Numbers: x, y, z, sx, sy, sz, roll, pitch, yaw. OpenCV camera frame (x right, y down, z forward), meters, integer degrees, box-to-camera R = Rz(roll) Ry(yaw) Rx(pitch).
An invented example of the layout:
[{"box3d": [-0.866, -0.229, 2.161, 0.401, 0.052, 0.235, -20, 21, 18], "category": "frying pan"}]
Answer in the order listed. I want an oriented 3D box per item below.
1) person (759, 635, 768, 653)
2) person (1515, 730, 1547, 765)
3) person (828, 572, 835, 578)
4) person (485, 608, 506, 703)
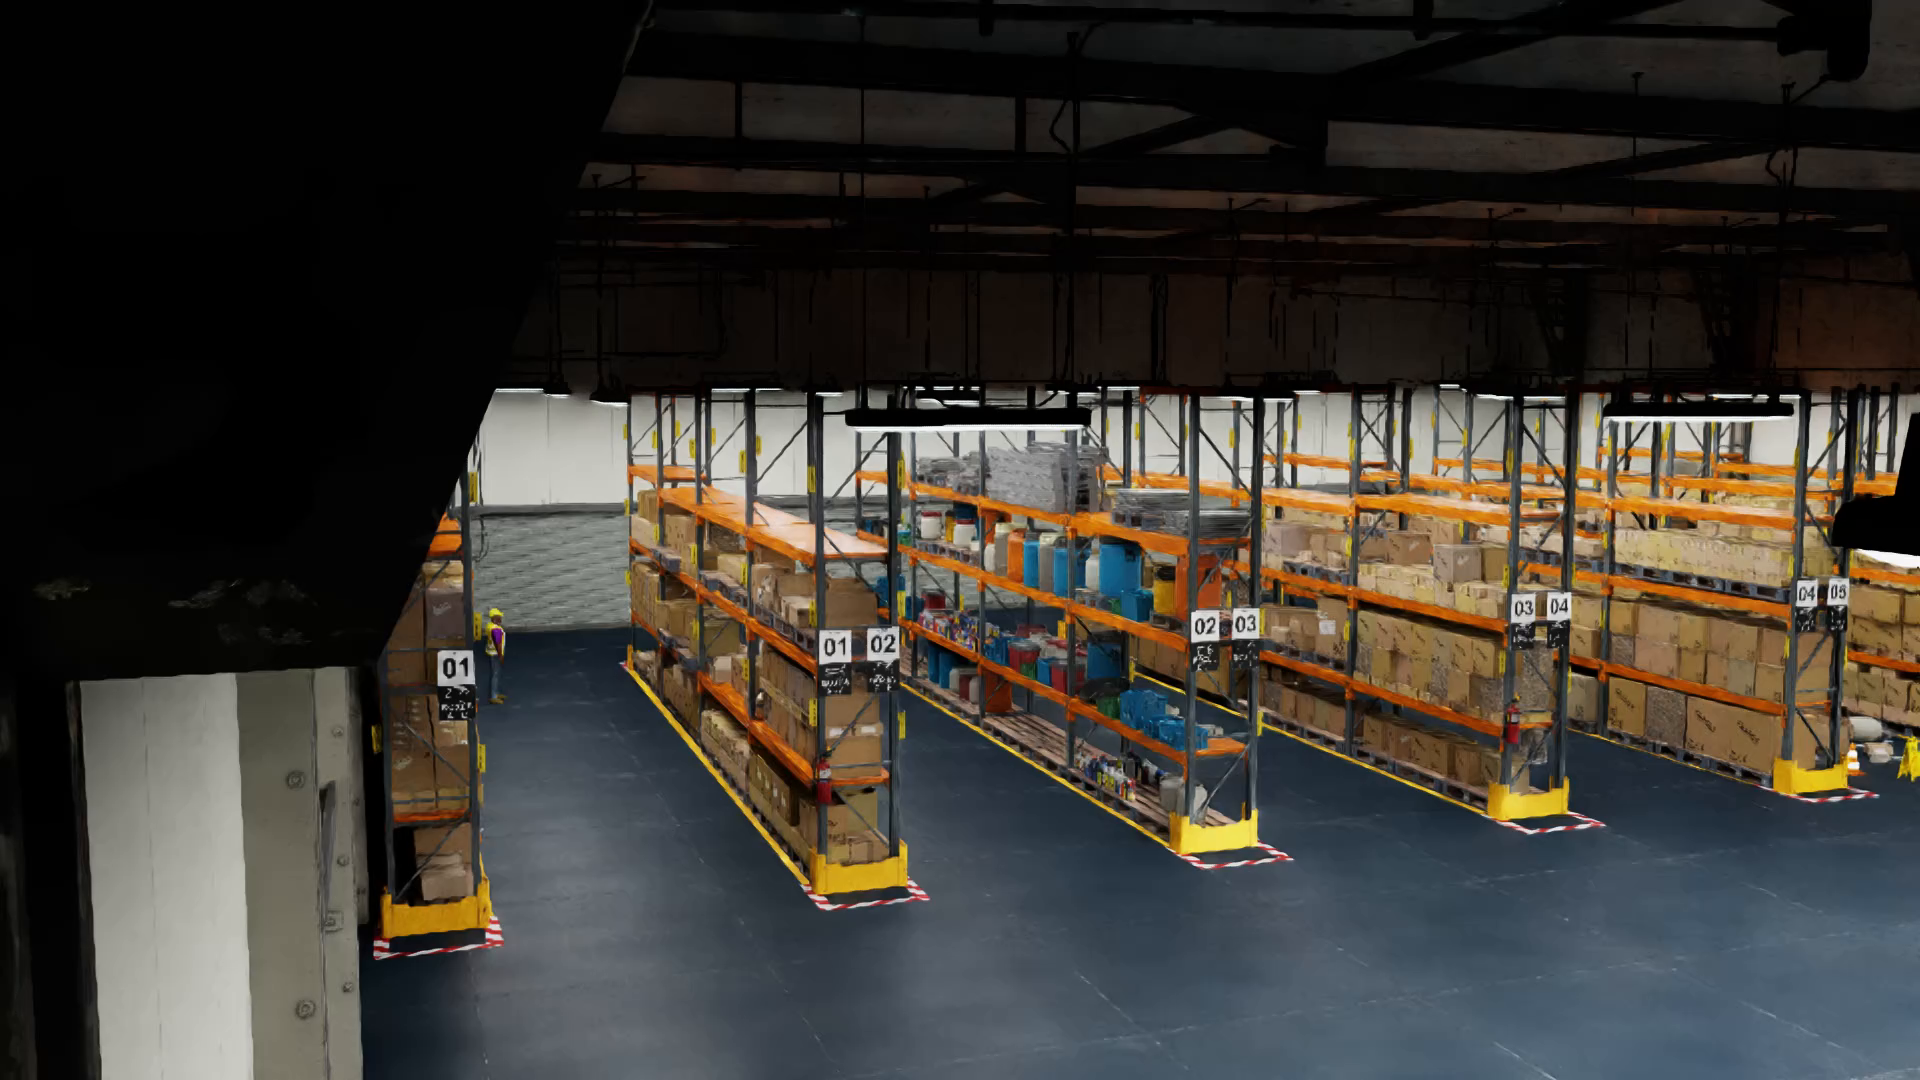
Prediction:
[{"box3d": [-3.783, 2.164, 32.250, 0.390, 1.664, 0.606, -4, 7, -32], "category": "person"}, {"box3d": [9.153, 2.699, 26.755, 0.586, 1.723, 0.654, 1, 6, 12], "category": "person"}, {"box3d": [-2.952, 1.569, 37.890, 0.588, 1.708, 0.970, 1, 6, 5], "category": "person"}, {"box3d": [-8.805, 2.168, 31.595, 0.385, 1.767, 0.699, -3, 7, -29], "category": "person"}]
